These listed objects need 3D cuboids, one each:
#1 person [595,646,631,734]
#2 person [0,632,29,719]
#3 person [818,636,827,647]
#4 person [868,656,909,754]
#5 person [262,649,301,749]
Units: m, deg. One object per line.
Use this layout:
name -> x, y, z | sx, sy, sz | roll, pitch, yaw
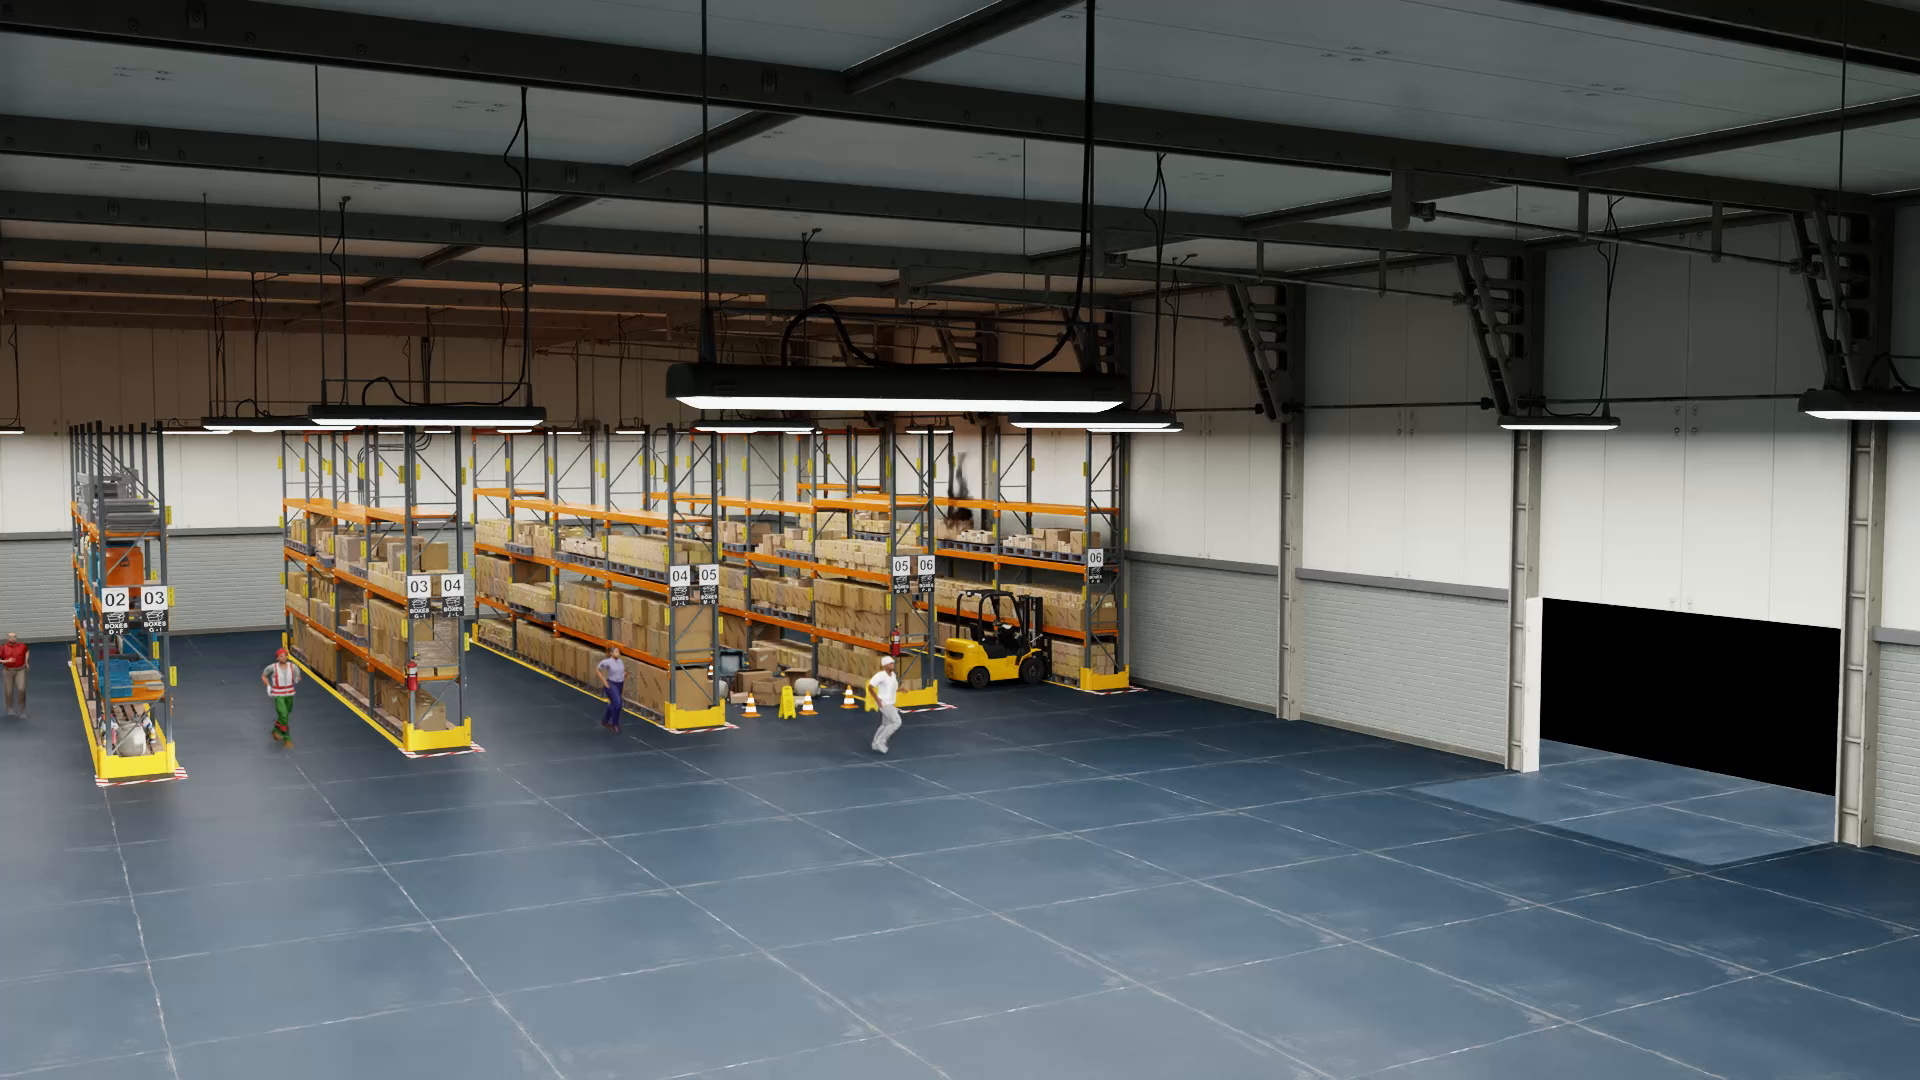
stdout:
person -> -6.721, 2.918, 32.343 | 0.730, 1.708, 0.584 | 2, 4, 29
person -> -19.350, 2.764, 33.975 | 0.645, 1.789, 0.802 | -3, 4, -36
person -> -3.548, 2.150, 43.561 | 0.723, 1.742, 1.037 | -2, 4, -28
person -> -1.282, 2.985, 30.189 | 0.664, 1.753, 0.670 | 1, 4, 16
person -> -12.555, 2.914, 30.893 | 0.904, 1.820, 0.629 | 3, 5, 44
